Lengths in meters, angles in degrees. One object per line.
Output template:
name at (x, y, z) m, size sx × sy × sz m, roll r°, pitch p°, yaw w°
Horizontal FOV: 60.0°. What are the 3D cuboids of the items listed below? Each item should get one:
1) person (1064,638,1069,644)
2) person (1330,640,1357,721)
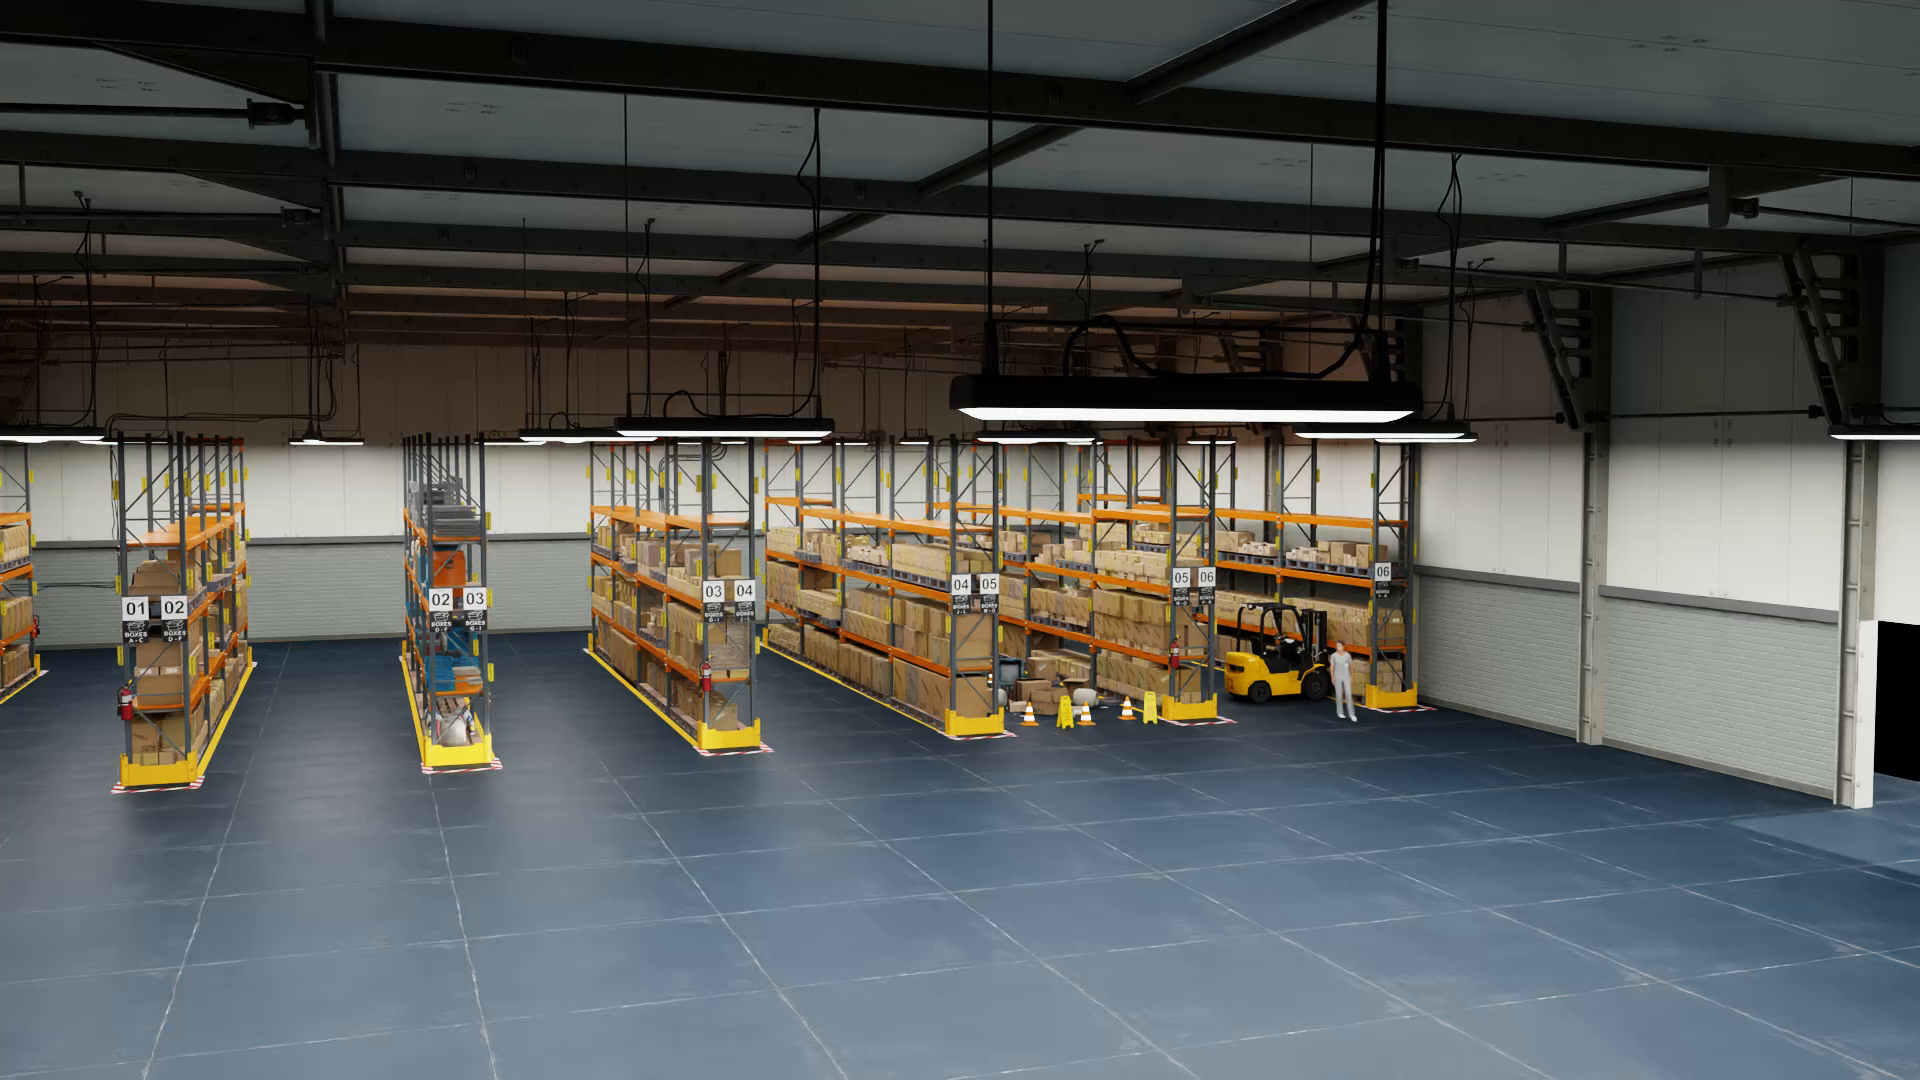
person at (2.992, 2.173, 48.487) m, size 0.532 × 1.811 × 0.572 m, roll -3°, pitch 4°, yaw -44°
person at (8.077, 2.948, 34.998) m, size 0.566 × 1.670 × 0.695 m, roll 1°, pitch 3°, yaw 13°
